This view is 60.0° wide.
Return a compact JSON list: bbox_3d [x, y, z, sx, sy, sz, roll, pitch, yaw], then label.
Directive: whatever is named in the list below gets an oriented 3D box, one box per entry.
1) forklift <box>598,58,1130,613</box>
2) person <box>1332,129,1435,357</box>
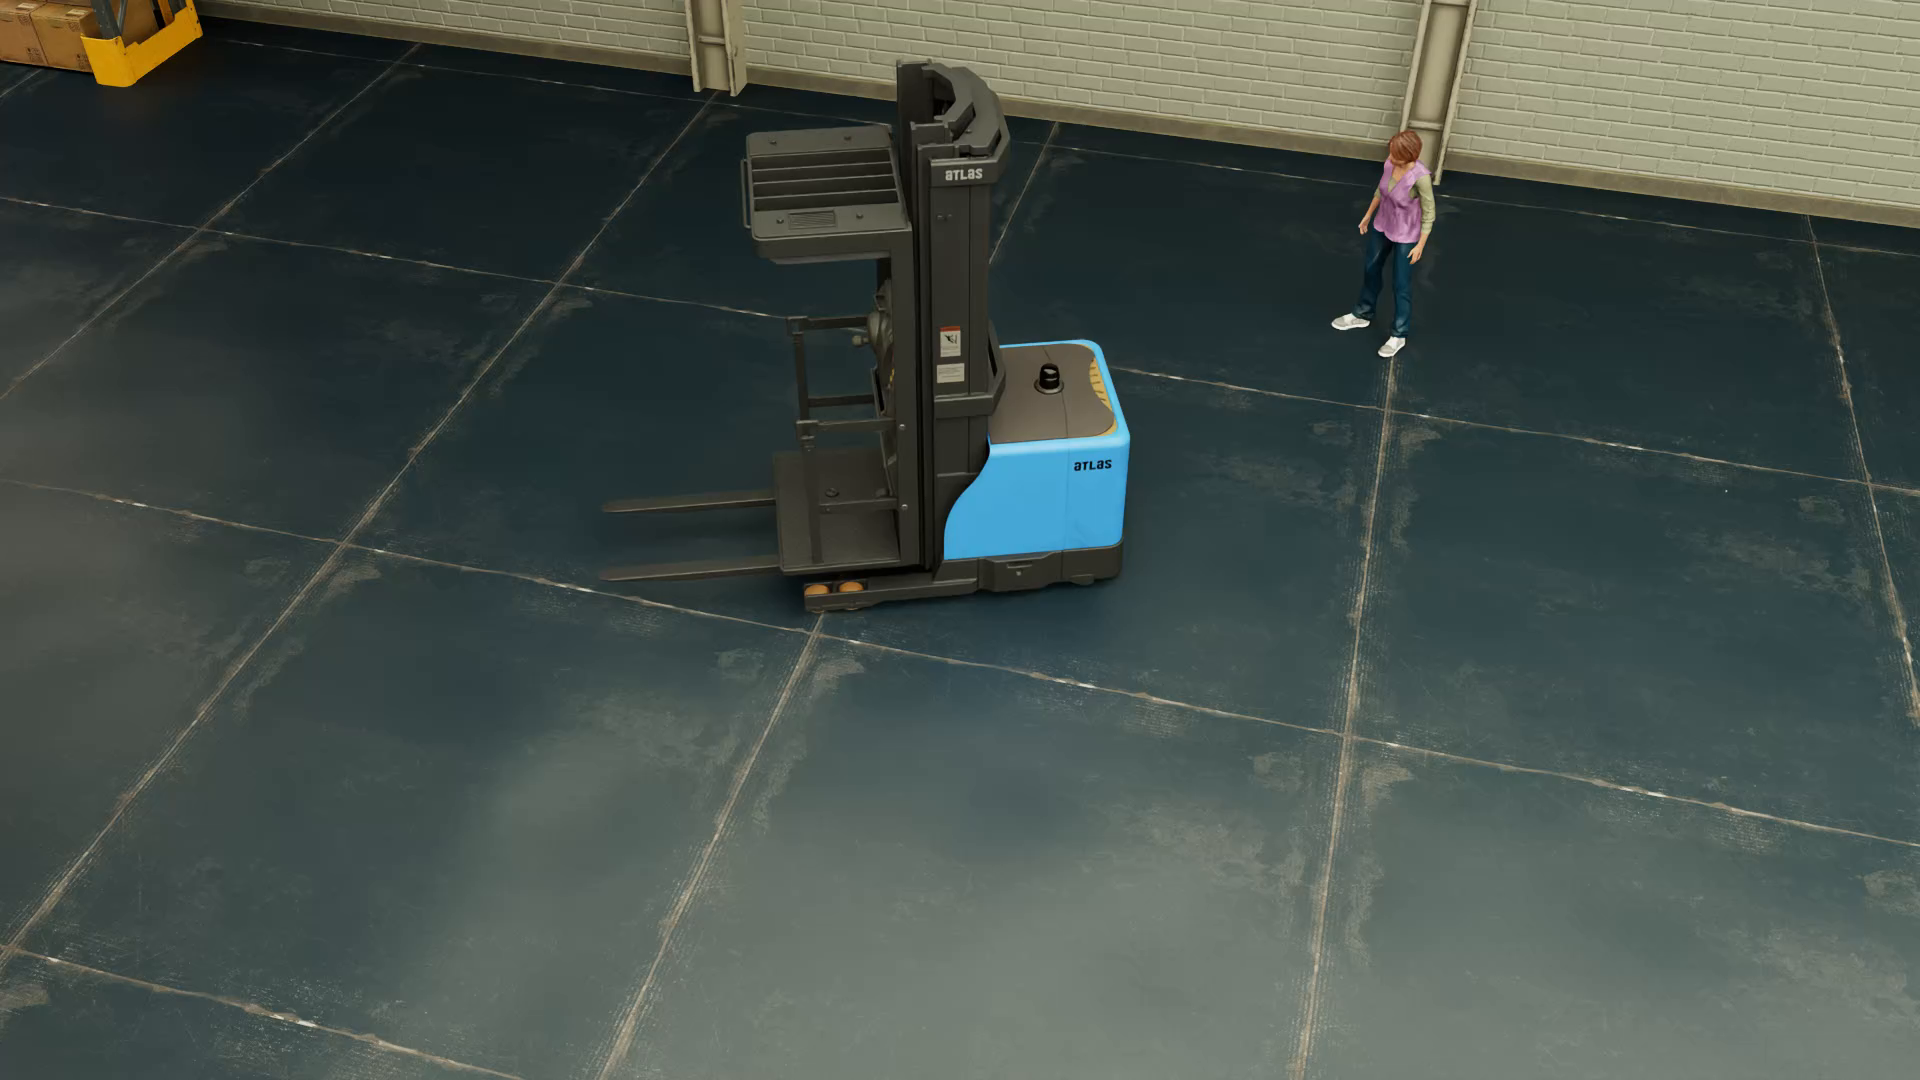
[{"bbox_3d":[-0.604,-1.052,9.062,3.031,2.935,1.130,-5,41,-5],"label":"forklift"},{"bbox_3d":[2.924,-2.045,11.209,0.389,1.604,0.541,-21,45,-22],"label":"person"}]
